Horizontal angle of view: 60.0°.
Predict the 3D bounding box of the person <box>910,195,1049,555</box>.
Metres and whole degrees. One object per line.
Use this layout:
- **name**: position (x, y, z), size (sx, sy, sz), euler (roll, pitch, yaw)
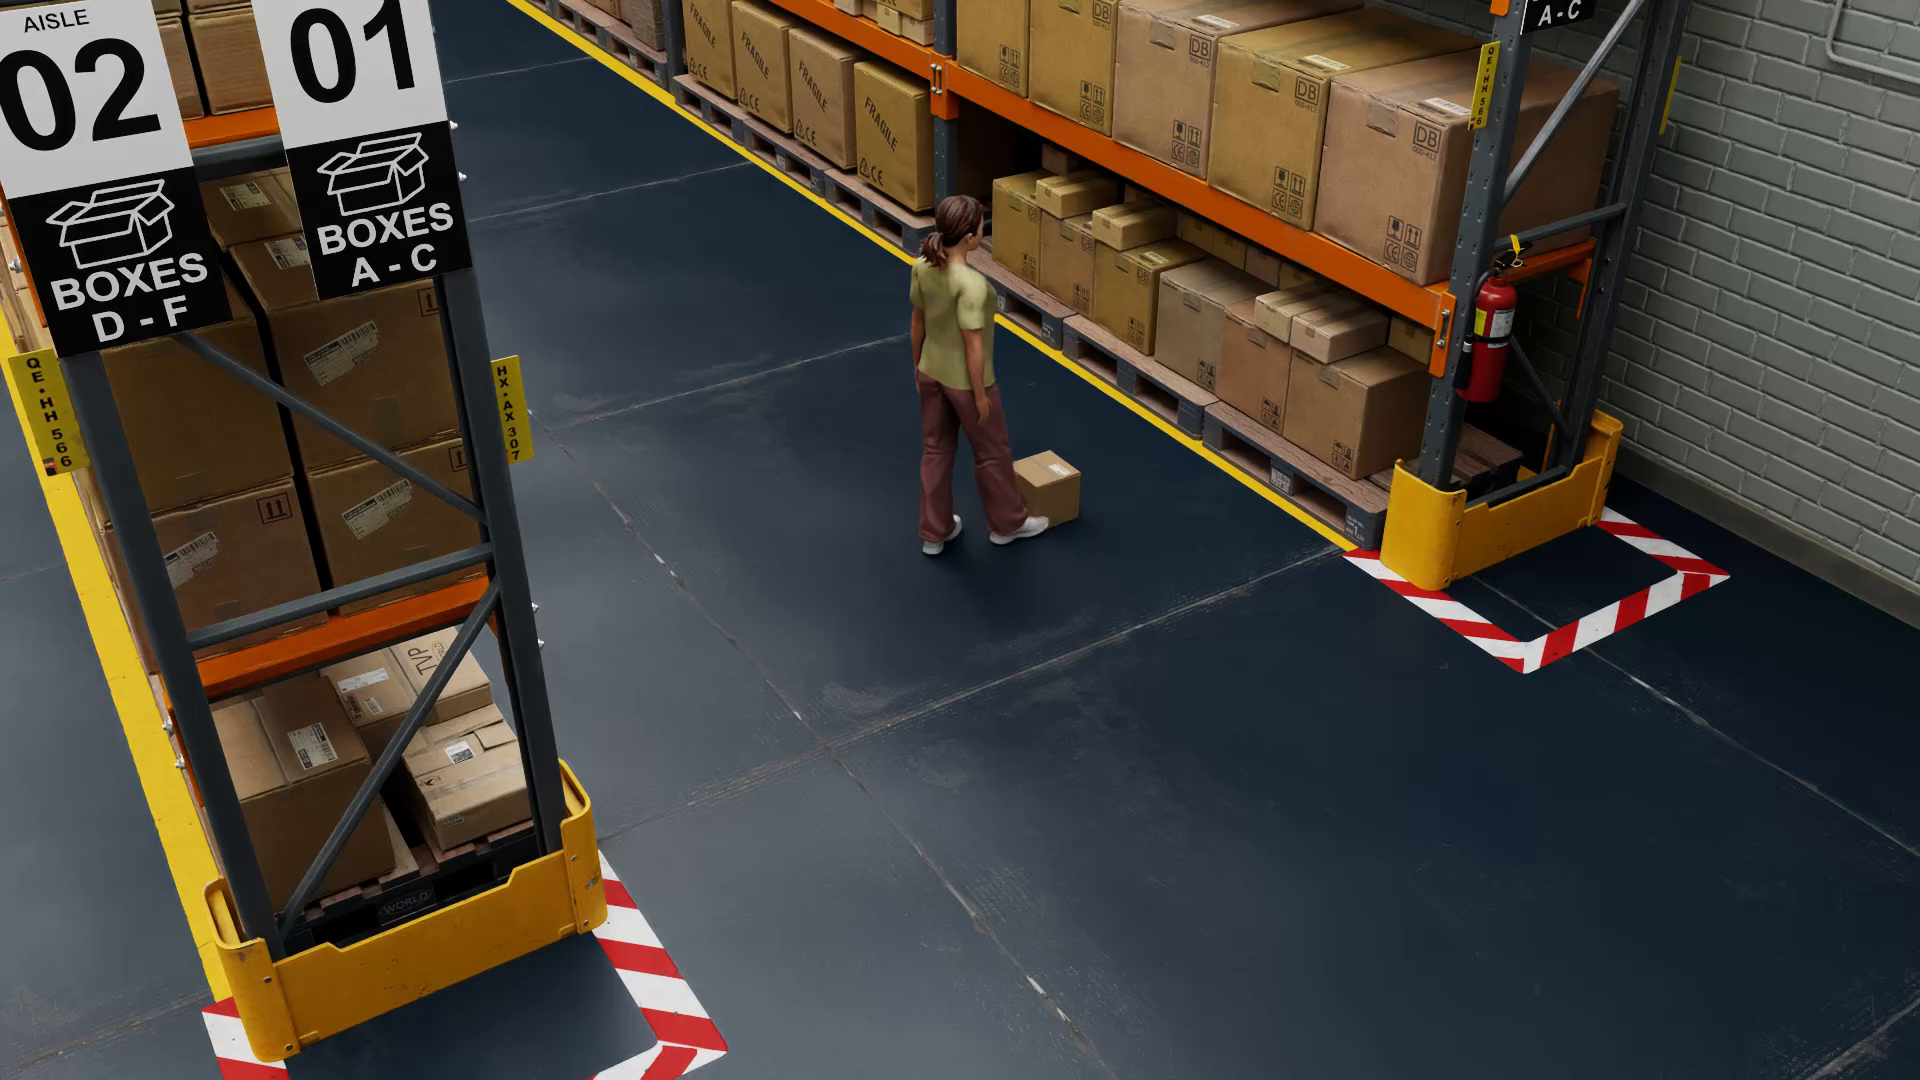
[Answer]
- **person**: position (0.060, -0.732, 7.261), size (0.473, 1.669, 0.582), euler (28, 42, 36)
